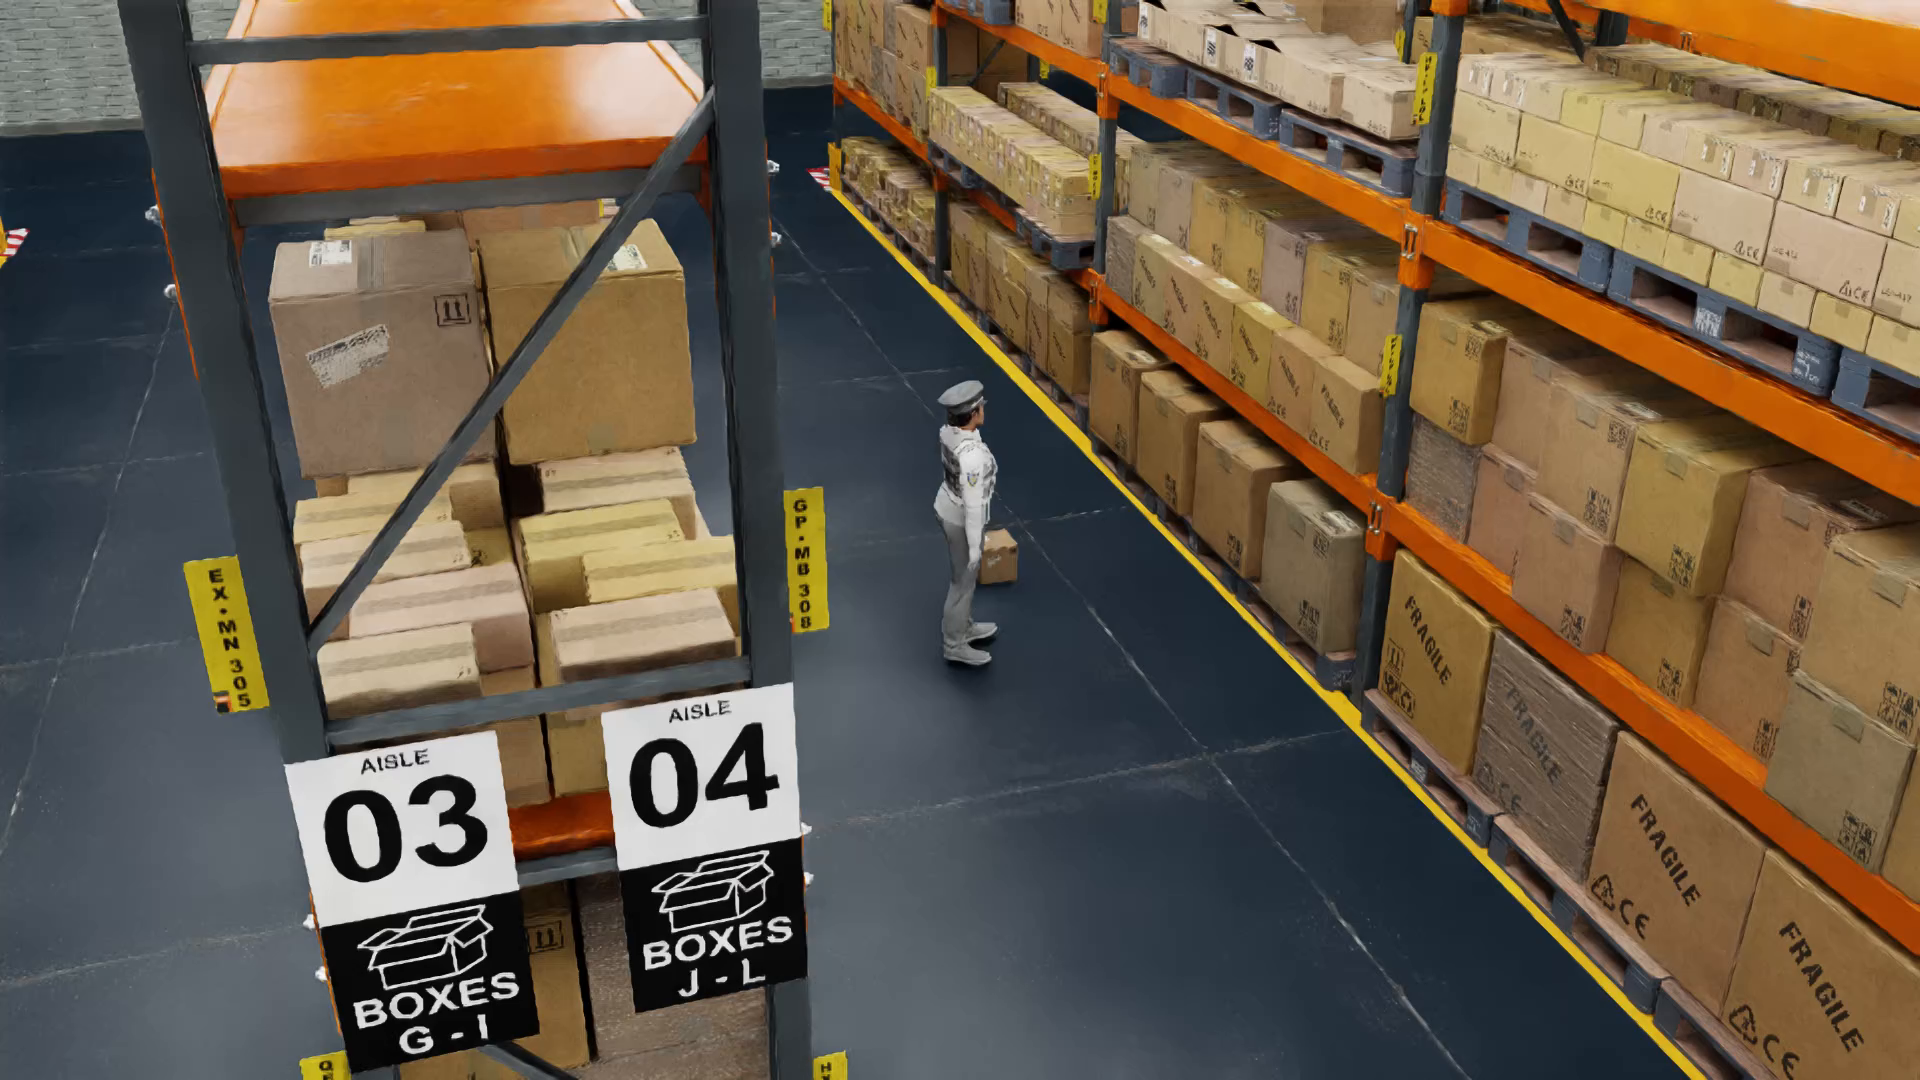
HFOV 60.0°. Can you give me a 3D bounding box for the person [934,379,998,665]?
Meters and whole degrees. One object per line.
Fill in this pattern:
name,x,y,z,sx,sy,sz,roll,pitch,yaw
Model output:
person,0.070,-0.101,9.487,0.404,1.685,0.569,-8,28,-15
